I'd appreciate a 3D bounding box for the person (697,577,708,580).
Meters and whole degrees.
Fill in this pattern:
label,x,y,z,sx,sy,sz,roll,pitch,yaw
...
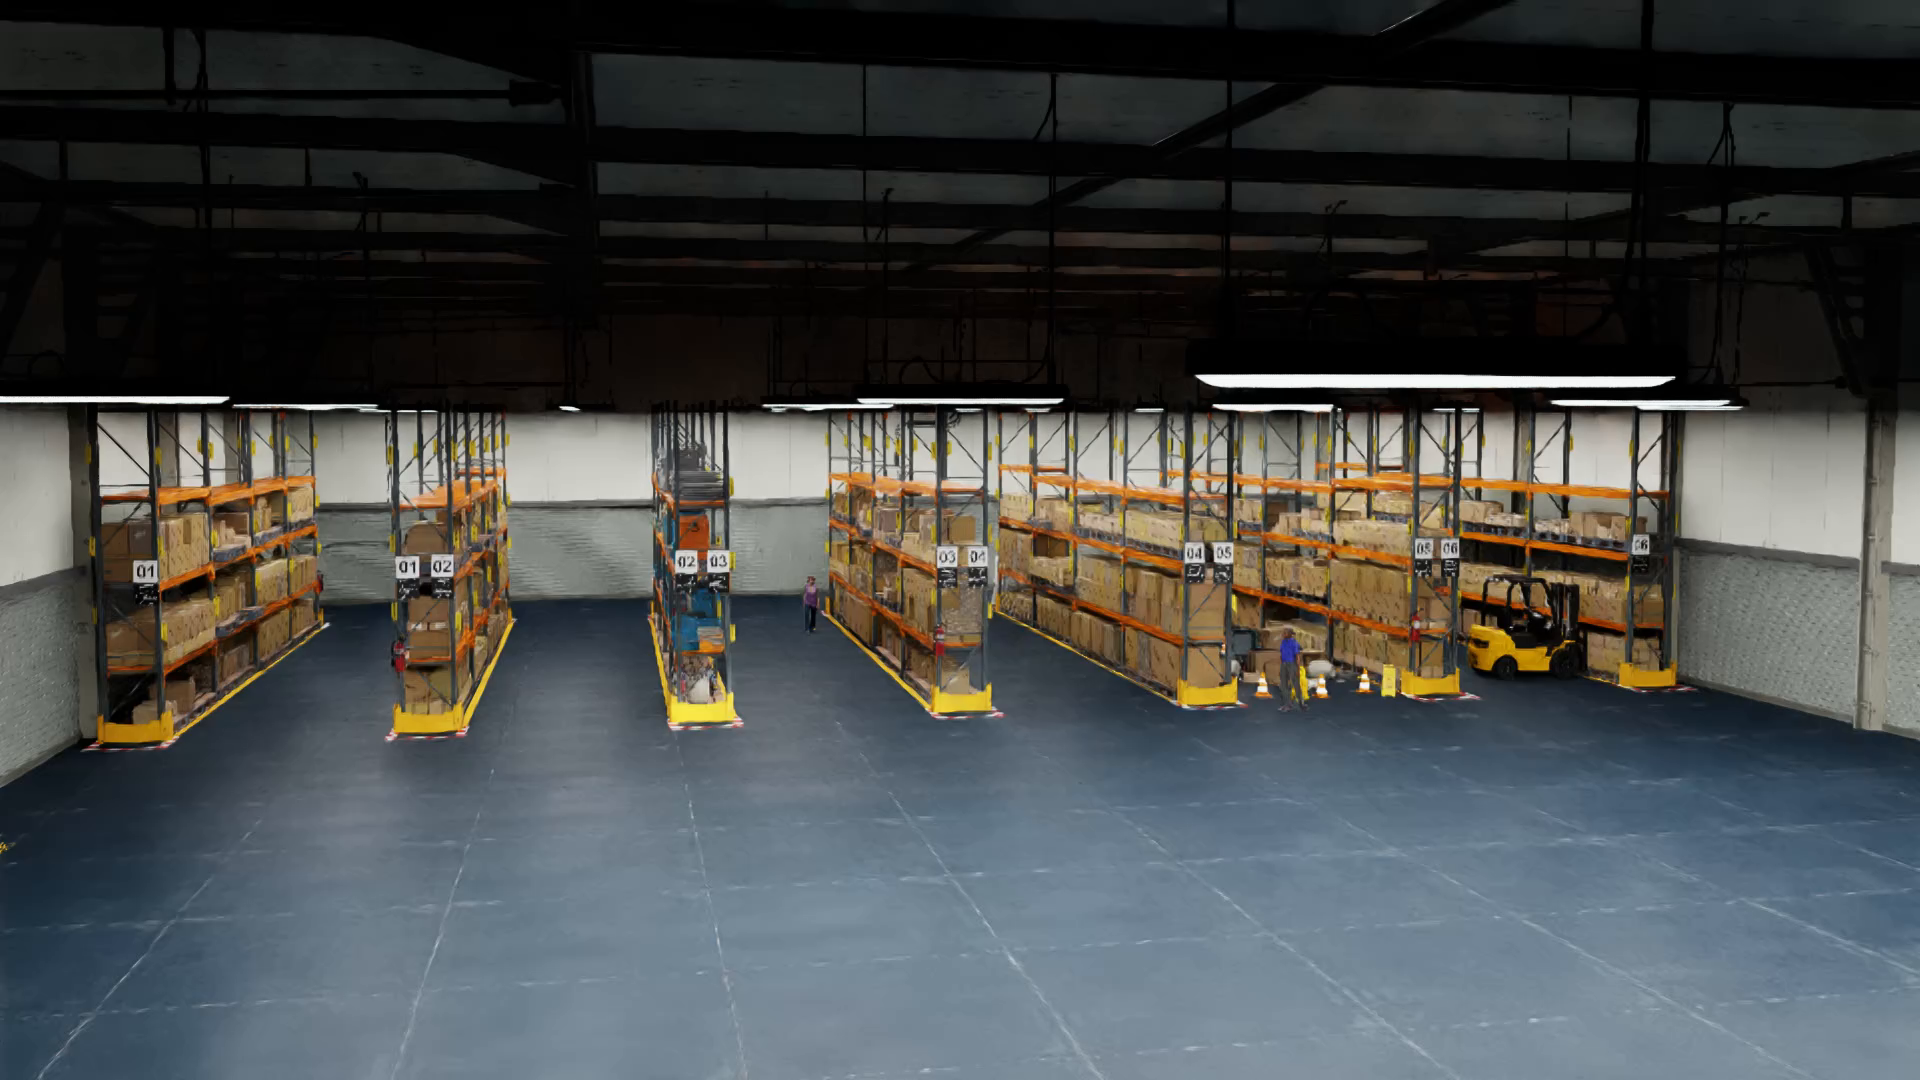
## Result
label,x,y,z,sx,sy,sz,roll,pitch,yaw
person,-7.124,1.350,45.962,0.411,1.793,0.650,1,4,11

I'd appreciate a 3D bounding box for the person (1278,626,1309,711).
label,x,y,z,sx,sy,sz,roll,pitch,yaw
person,6.457,2.485,32.254,0.520,1.633,0.568,-4,6,-39

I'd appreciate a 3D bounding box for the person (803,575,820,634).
label,x,y,z,sx,sy,sz,roll,pitch,yaw
person,-3.881,1.666,43.500,0.420,1.508,1.038,-1,4,-9

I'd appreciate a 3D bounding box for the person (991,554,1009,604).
label,x,y,z,sx,sy,sz,roll,pitch,yaw
person,1.282,1.040,50.210,0.611,1.771,0.781,2,5,26
